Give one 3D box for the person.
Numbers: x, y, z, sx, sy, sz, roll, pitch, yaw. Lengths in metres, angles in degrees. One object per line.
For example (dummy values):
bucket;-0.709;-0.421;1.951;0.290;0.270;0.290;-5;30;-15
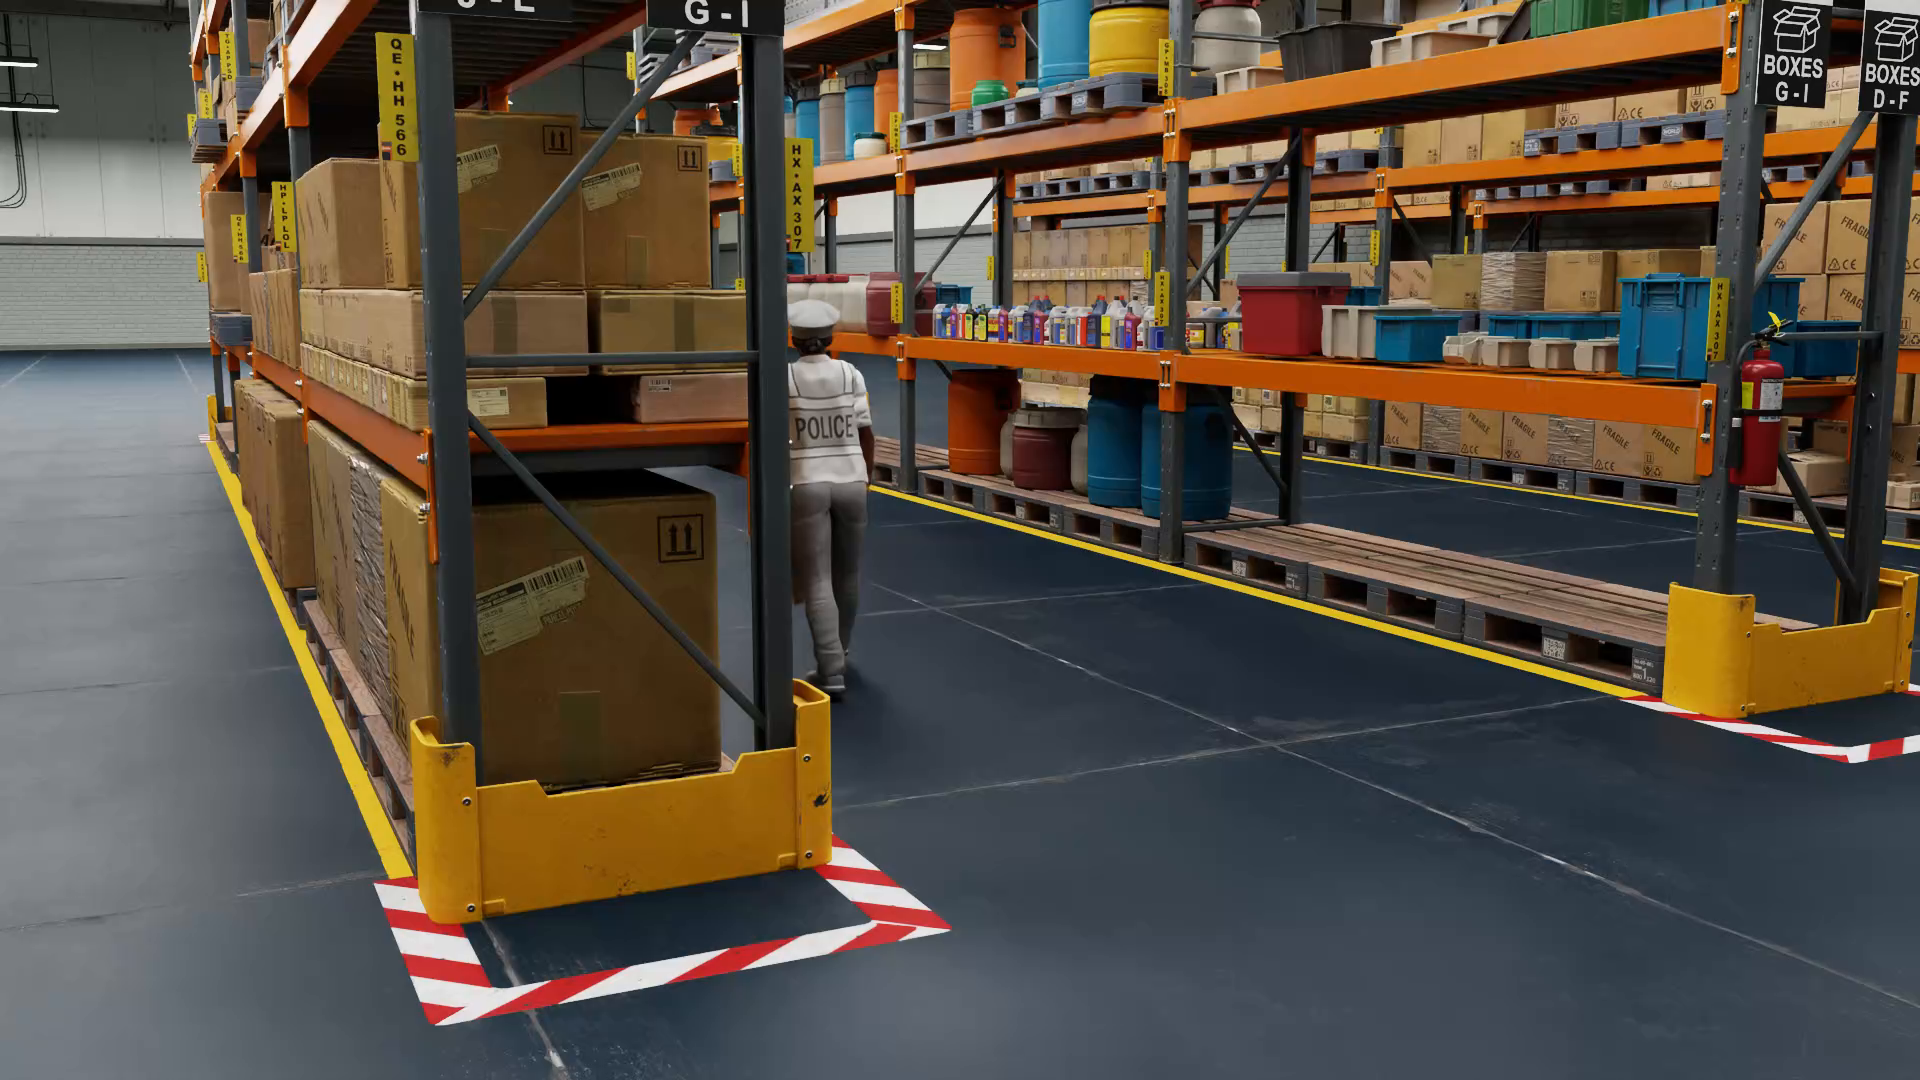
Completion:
person;-0.628;-0.224;7.253;0.472;1.638;0.944;-3;9;-20
